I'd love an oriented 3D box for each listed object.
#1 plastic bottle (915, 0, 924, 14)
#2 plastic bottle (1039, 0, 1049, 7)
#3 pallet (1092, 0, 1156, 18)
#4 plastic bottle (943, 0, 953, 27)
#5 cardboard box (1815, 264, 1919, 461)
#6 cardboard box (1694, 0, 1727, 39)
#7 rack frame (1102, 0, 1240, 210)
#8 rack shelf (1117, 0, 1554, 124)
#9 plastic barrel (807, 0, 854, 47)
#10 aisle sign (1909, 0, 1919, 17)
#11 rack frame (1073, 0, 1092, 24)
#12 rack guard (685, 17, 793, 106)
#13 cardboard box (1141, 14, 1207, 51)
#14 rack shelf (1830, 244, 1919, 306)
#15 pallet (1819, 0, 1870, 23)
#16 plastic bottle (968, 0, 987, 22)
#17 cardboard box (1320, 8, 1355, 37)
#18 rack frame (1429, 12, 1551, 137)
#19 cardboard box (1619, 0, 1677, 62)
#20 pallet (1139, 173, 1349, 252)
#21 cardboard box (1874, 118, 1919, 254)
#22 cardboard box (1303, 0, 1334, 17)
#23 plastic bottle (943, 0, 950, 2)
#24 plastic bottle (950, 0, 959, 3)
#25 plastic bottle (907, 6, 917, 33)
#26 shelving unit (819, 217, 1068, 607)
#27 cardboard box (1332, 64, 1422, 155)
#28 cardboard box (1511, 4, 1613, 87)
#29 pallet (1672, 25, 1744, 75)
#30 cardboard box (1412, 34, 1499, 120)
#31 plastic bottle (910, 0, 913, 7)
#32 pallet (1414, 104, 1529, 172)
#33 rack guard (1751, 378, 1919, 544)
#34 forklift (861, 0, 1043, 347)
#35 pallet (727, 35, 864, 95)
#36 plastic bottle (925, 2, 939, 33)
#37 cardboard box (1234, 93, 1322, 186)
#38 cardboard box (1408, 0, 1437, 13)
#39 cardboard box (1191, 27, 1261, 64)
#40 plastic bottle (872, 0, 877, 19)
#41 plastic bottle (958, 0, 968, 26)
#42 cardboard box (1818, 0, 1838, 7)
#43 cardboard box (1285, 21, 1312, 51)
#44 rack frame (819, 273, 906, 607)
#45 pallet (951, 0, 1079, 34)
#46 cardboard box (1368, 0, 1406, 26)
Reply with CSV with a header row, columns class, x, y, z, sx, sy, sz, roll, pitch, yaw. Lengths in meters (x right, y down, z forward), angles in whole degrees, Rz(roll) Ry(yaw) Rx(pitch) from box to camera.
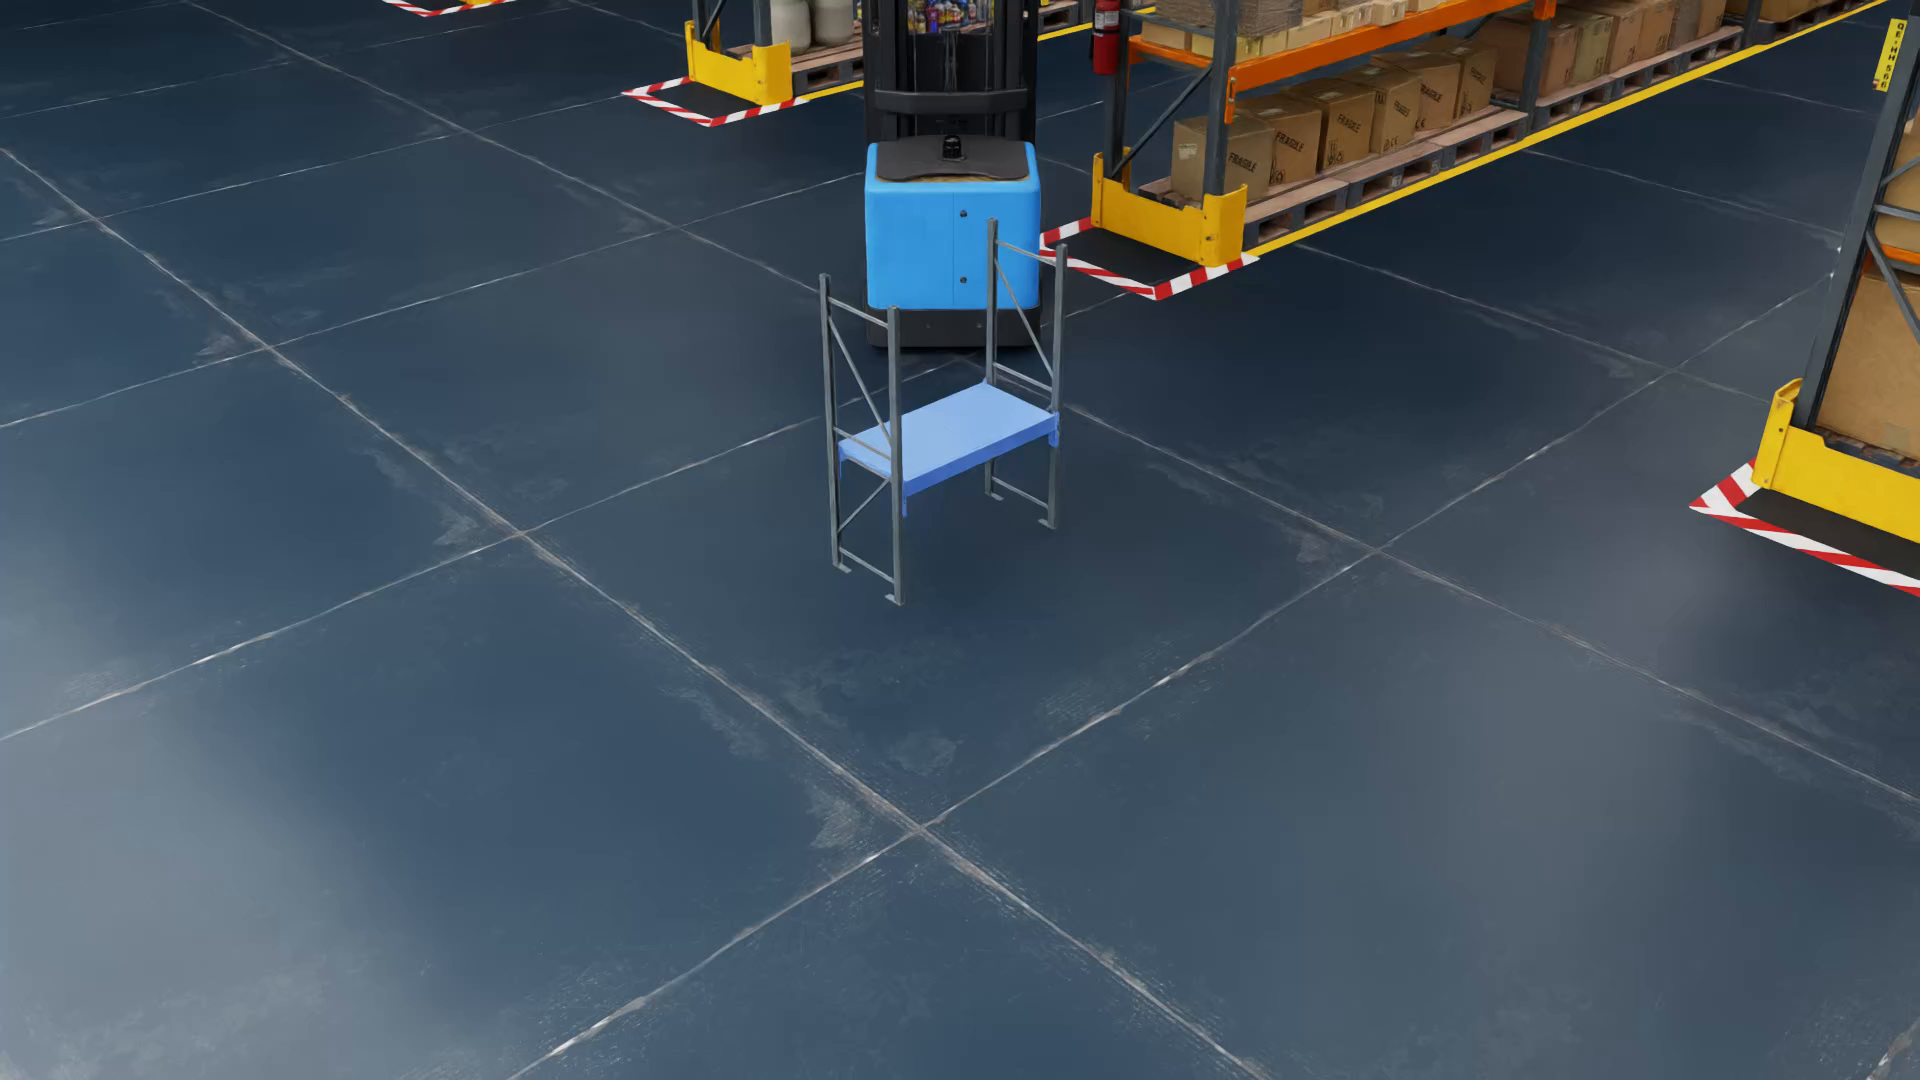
class,x,y,z,sx,sy,sz,roll,pitch,yaw
plastic bottle,-0.398,-5.235,16.197,0.097,0.201,0.097,0,31,0
plastic bottle,0.820,-5.415,16.413,0.133,0.283,0.061,-24,39,-33
pallet,1.498,-5.787,17.511,1.213,0.211,1.003,-26,40,-35
plastic bottle,-0.119,-4.969,15.694,0.097,0.271,0.097,0,31,0
cardboard box,5.134,-0.975,8.603,0.875,0.875,0.875,-26,40,-35
cardboard box,6.772,-5.083,15.662,0.700,0.500,0.500,27,40,36
rack frame,1.383,-3.370,10.885,0.127,3.000,1.000,-26,40,-35
rack shelf,2.850,-3.772,12.233,4.000,0.370,1.077,-26,40,-35
plastic barrel,-1.186,-4.823,15.244,0.421,0.512,0.421,0,31,0
aisle sign,4.425,-2.635,7.192,0.004,0.787,0.394,-26,40,-35
rack frame,0.948,-6.683,16.304,0.127,3.000,1.000,-26,40,-35
rack guard,-1.961,-4.243,14.709,0.348,0.500,1.175,-26,40,-35
cardboard box,1.452,-3.443,11.245,0.250,0.149,0.380,-26,40,-35
rack shelf,6.148,-1.839,9.072,4.000,0.370,1.077,-26,40,-35
pallet,8.773,-5.699,17.368,1.213,0.211,1.003,-26,40,-35
plastic bottle,0.173,-5.131,15.956,0.135,0.276,0.152,-25,39,-35
cardboard box,2.501,-3.619,11.534,0.250,0.149,0.380,-26,40,-35
rack frame,4.316,-4.788,13.206,0.127,3.000,1.000,-26,40,-35
cardboard box,5.962,-4.678,14.999,0.500,0.500,0.700,-22,38,-32
pallet,2.058,-2.482,12.106,1.213,0.211,1.003,-26,40,-35
cardboard box,4.923,-1.649,7.928,0.550,0.550,0.875,-26,40,-35
cardboard box,2.090,-3.947,11.449,0.500,0.500,0.875,-26,40,-35
plastic bottle,-0.146,-5.446,16.474,0.097,0.271,0.097,0,31,0
plastic bottle,-0.064,-5.546,16.562,0.144,0.351,0.185,27,41,37
plastic bottle,-0.443,-4.812,15.438,0.097,0.271,0.097,0,31,0
shelving unit,-0.063,-0.610,7.809,1.048,1.500,0.538,-26,40,-35
cardboard box,3.179,-3.318,12.795,0.500,0.500,0.500,25,39,35
cardboard box,5.144,-4.281,14.350,0.500,0.500,0.700,-26,40,-36
pallet,6.675,-4.741,15.801,1.213,0.211,1.003,-26,40,-35
cardboard box,3.996,-3.775,13.541,0.500,0.500,0.500,-27,41,-37
plastic bottle,-0.512,-5.329,16.208,0.185,0.351,0.144,-24,39,-34
pallet,3.848,-3.347,13.521,1.213,0.211,1.003,-26,40,-35
rack guard,4.664,-0.361,8.362,0.348,0.500,1.175,-26,40,-35
forklift,-0.066,-3.144,10.582,1.130,2.935,3.031,-1,31,-1
pallet,-1.362,-4.406,15.253,1.213,0.211,1.003,-26,40,-35
plastic bottle,-0.265,-4.890,15.554,0.133,0.283,0.061,-25,39,-35
cardboard box,2.267,-2.923,12.148,0.500,0.500,0.500,-15,35,-23
cardboard box,3.248,-3.966,12.102,0.250,0.149,0.380,-26,40,-35
cardboard box,1.754,-3.272,10.967,0.250,0.149,0.380,-26,40,-35
plastic bottle,-0.863,-5.161,15.996,0.133,0.283,0.061,-25,39,-34
plastic bottle,0.030,-5.041,15.812,0.097,0.271,0.097,0,31,0
cardboard box,8.428,-6.030,16.870,0.875,0.875,1.225,-26,40,-35
cardboard box,2.144,-3.437,11.236,0.250,0.149,0.380,-26,40,-35
rack frame,-0.435,-0.429,7.514,0.032,1.500,0.500,-26,40,-35
pallet,0.428,-5.271,16.668,1.213,0.211,1.003,-26,40,-35
cardboard box,2.920,-3.767,11.776,0.250,0.149,0.380,-26,40,-35
